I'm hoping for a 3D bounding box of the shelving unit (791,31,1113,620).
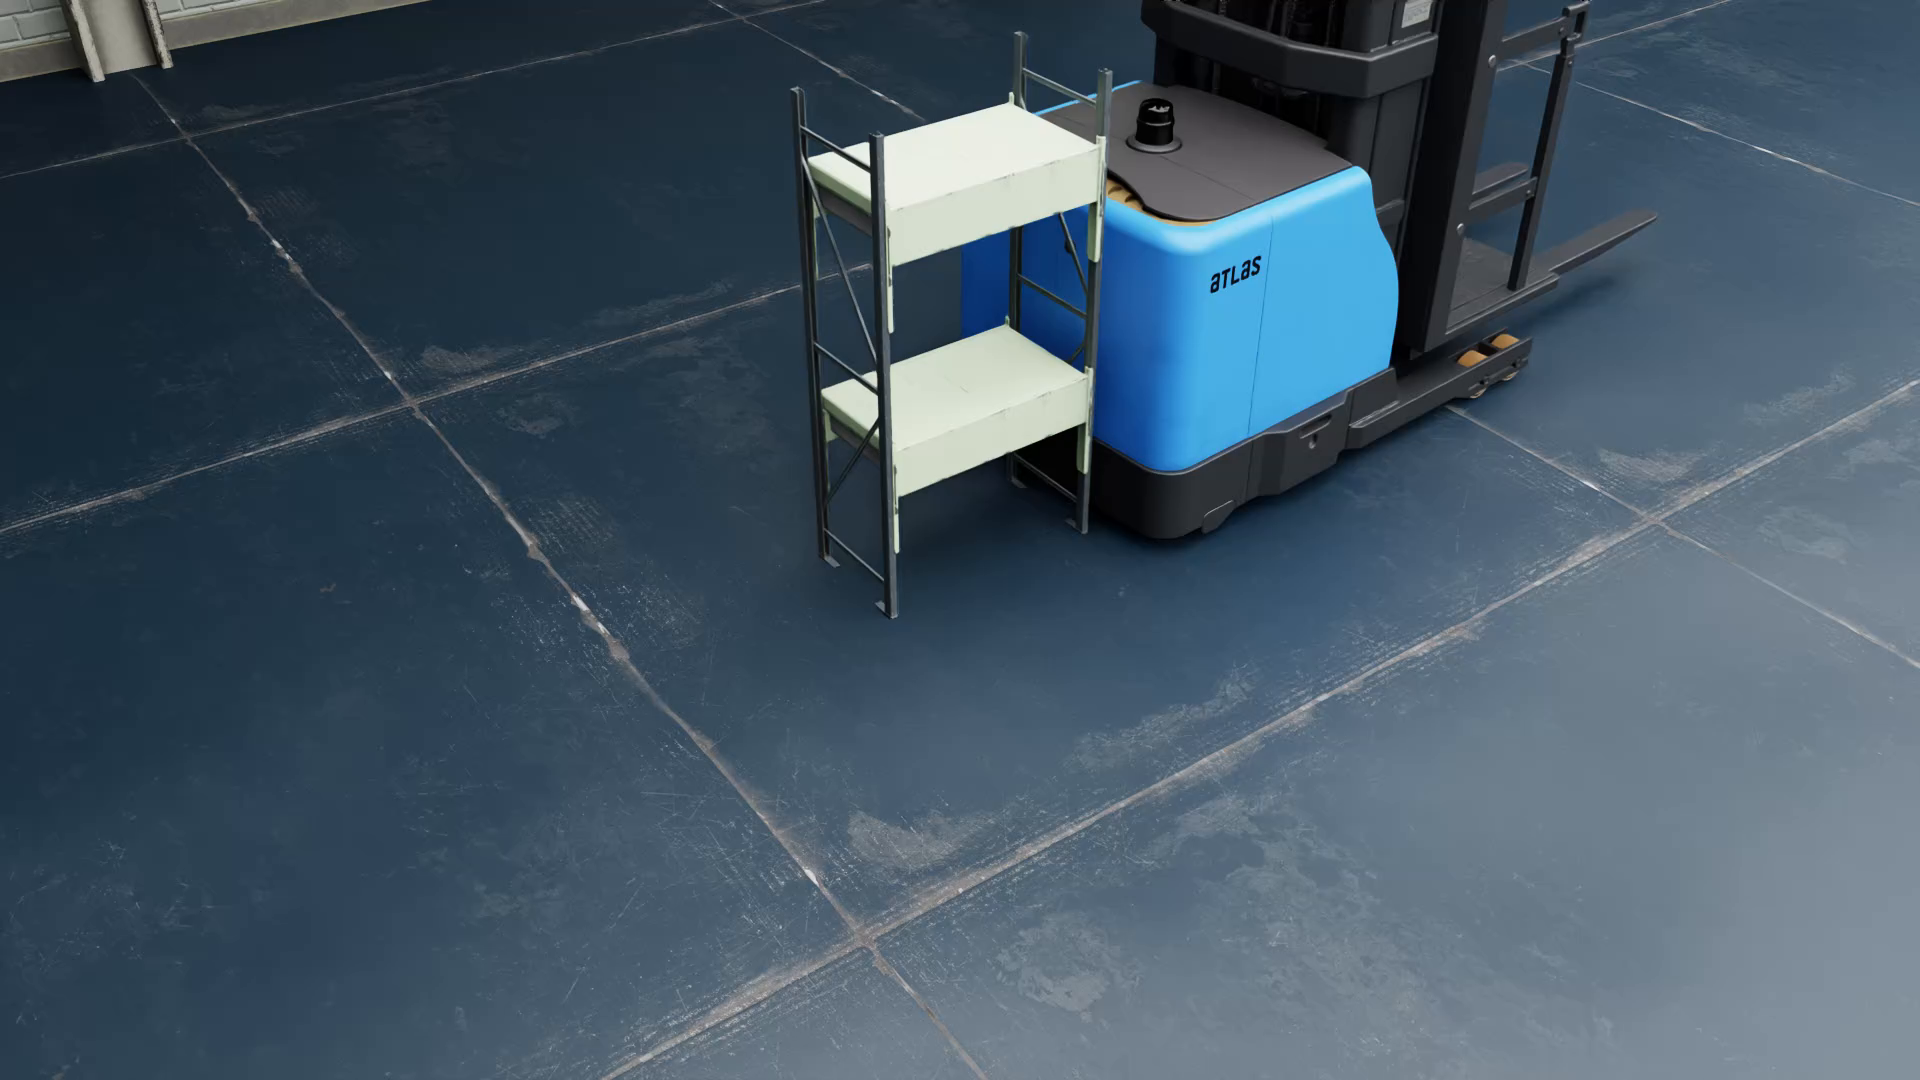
[{"bbox_3d":[-0.017,-0.595,4.793,0.755,1.500,0.431,-23,42,-29],"label":"shelving unit"}]

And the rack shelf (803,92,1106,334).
[{"bbox_3d":[-0.017,-0.912,4.566,0.720,0.370,0.431,-23,42,-29],"label":"rack shelf"}]

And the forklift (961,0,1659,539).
[{"bbox_3d":[1.442,-1.909,5.395,3.031,2.935,1.130,-26,43,-31],"label":"forklift"}]

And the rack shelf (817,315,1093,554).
[{"bbox_3d":[-0.017,-0.331,4.984,0.720,0.370,0.431,-23,42,-29],"label":"rack shelf"}]

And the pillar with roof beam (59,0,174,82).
[{"bbox_3d":[-1.880,-4.080,3.216,0.400,9.000,9.100,-22,41,-28],"label":"pillar with roof beam"}]

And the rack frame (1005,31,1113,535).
[{"bbox_3d":[0.278,-0.722,4.969,0.023,1.500,0.400,-23,42,-29],"label":"rack frame"}]

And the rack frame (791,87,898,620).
[{"bbox_3d":[-0.312,-0.469,4.618,0.023,1.500,0.400,-23,42,-29],"label":"rack frame"}]
